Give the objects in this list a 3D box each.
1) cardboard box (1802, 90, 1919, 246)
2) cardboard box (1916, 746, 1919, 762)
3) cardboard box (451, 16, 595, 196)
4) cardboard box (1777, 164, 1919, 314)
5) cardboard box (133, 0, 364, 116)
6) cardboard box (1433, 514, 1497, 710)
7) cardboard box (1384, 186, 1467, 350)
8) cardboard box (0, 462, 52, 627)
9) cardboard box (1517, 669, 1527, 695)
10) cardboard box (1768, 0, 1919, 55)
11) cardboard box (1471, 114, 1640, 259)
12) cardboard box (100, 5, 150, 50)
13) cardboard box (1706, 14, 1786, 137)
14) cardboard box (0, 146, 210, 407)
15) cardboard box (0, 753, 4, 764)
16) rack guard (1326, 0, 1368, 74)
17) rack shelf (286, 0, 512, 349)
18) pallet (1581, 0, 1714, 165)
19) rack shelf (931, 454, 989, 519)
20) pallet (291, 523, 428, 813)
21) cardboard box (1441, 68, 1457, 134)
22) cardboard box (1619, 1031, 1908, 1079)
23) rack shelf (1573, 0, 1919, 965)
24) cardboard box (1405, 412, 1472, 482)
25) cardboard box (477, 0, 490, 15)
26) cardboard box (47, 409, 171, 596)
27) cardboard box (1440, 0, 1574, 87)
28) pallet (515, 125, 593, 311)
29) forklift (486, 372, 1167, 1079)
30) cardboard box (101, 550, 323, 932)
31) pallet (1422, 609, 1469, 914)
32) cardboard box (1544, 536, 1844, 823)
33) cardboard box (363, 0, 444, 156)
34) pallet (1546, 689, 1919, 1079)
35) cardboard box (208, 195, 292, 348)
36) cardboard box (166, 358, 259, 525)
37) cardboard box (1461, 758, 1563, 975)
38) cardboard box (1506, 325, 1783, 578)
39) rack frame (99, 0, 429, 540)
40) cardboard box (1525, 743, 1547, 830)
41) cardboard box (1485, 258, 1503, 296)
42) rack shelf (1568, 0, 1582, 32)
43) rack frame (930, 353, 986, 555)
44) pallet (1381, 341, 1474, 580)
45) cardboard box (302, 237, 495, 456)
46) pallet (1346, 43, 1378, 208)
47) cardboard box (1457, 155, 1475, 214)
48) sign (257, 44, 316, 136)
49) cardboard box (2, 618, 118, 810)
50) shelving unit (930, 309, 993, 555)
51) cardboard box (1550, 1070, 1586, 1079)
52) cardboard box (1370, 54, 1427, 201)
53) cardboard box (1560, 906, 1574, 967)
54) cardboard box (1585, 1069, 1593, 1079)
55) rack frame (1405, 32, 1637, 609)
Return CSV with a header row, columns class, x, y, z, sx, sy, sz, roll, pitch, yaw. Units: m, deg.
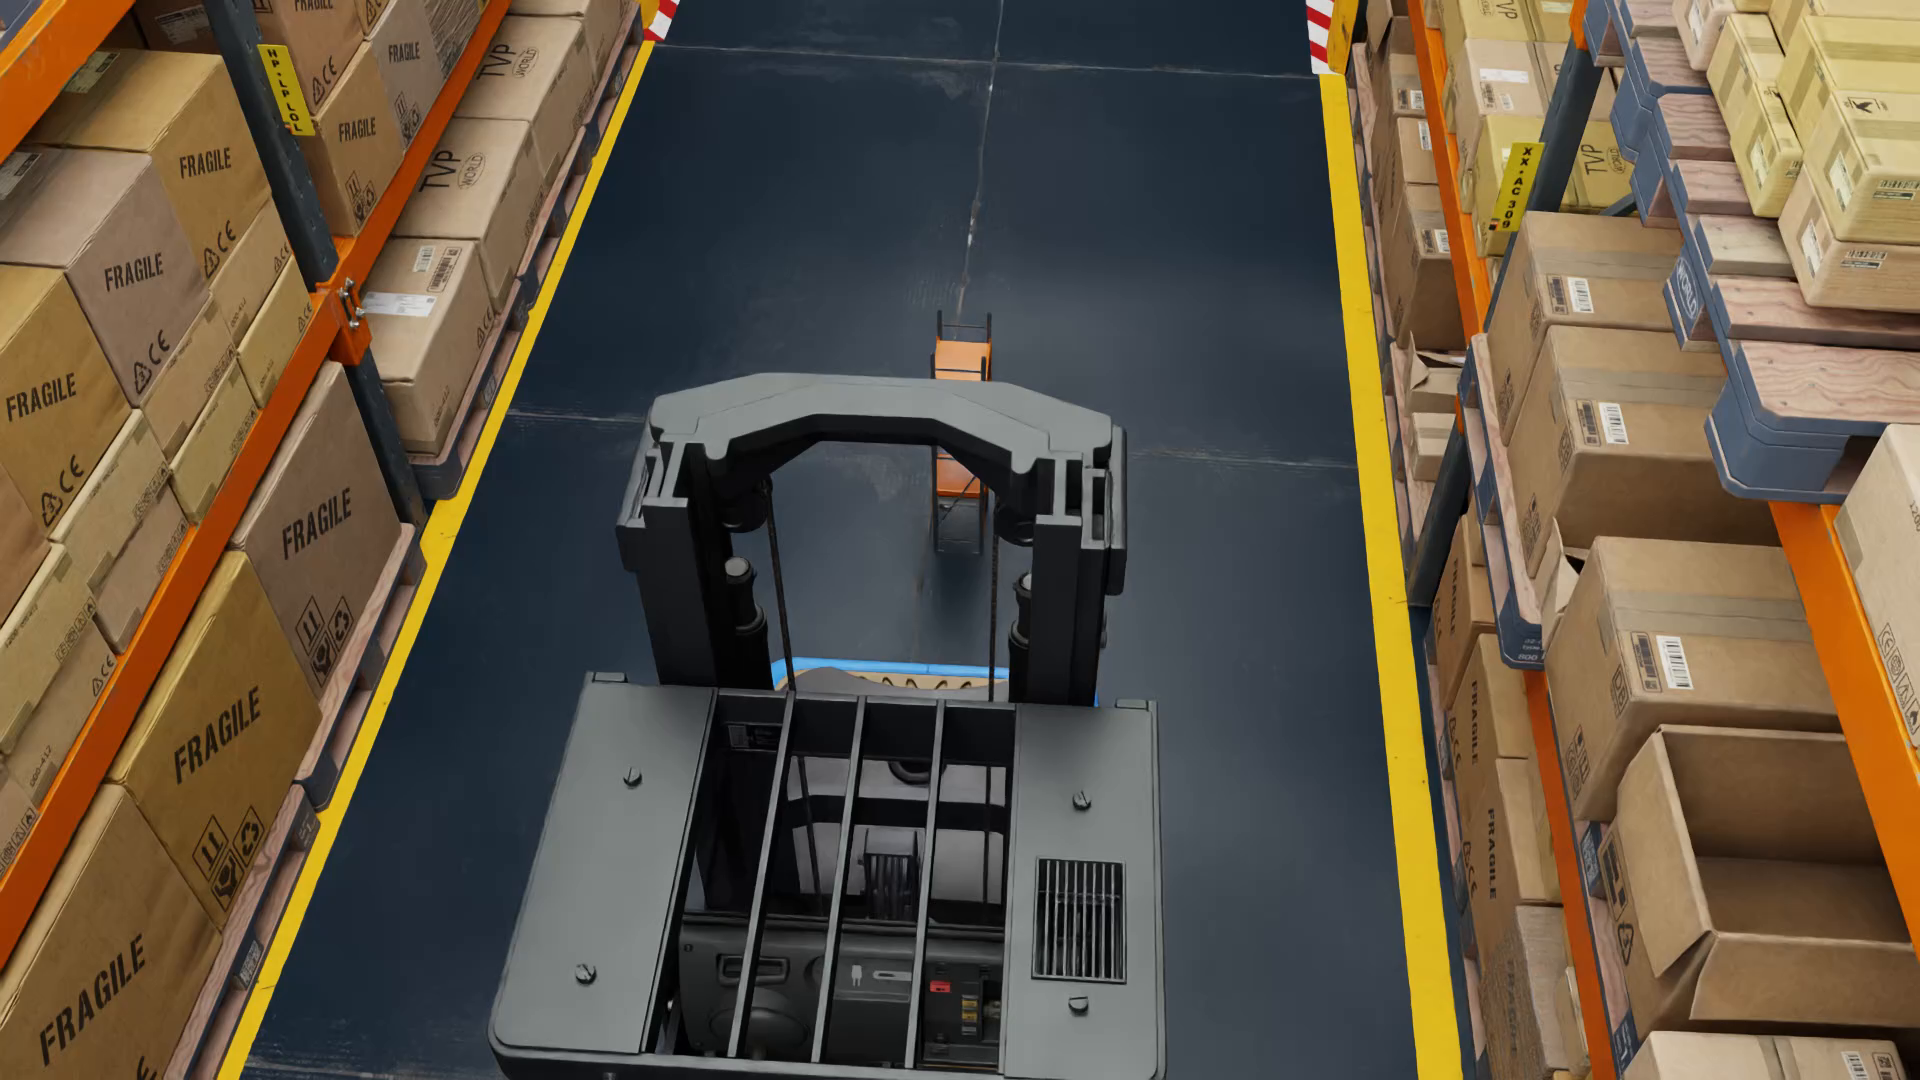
class,x,y,z,sx,sy,sz,roll,pitch,yaw
cardboard box,1.711,-0.641,2.887,0.380,0.149,0.250,4,48,4
cardboard box,1.743,0.452,2.373,0.500,0.250,0.500,4,48,4
cardboard box,-2.357,-2.146,8.132,0.875,0.438,0.875,5,48,5
cardboard box,1.719,-0.542,2.998,0.380,0.149,0.250,5,48,4
cardboard box,-2.402,-1.799,5.617,0.500,0.500,0.500,4,48,4
cardboard box,1.989,0.279,5.871,0.500,0.500,0.500,6,48,5
cardboard box,2.260,-1.169,7.196,0.700,0.500,0.500,2,48,2
cardboard box,-2.615,0.013,3.960,0.500,0.500,0.500,5,48,4
cardboard box,1.999,0.364,5.354,0.380,0.149,0.250,2,48,2
cardboard box,1.812,-1.010,3.224,0.380,0.149,0.250,4,48,4
cardboard box,2.061,-1.204,5.718,0.500,0.250,0.500,5,48,5
cardboard box,-2.918,-1.831,5.646,0.500,0.500,0.500,4,48,3
cardboard box,1.743,-0.923,3.346,0.380,0.149,0.250,3,48,3
cardboard box,-2.517,-0.740,4.648,0.500,0.500,0.500,5,48,4
cardboard box,-2.653,0.626,3.907,0.500,0.250,0.500,4,48,3
rack guard,2.615,-2.803,8.975,1.175,0.500,0.348,4,48,4
rack shelf,-2.504,-2.321,7.328,1.077,0.370,4.000,4,48,4
pallet,2.128,-1.238,3.944,1.213,0.211,1.003,4,48,4
rack shelf,0.005,-0.199,6.611,0.215,0.259,0.240,4,48,4
pallet,-2.681,0.419,6.224,1.003,0.211,1.213,4,48,4
cardboard box,2.083,-1.696,6.438,0.380,0.149,0.250,3,48,3
cardboard box,1.666,1.288,3.356,0.500,0.250,0.500,2,48,2
rack shelf,2.075,-0.063,3.230,1.077,0.370,4.000,4,48,4
cardboard box,2.015,-0.372,6.705,0.380,0.149,0.250,3,48,2
cardboard box,-2.234,-2.568,6.998,0.500,0.500,0.500,5,48,5
cardboard box,-2.564,-0.123,4.593,0.500,0.250,0.500,5,48,4
cardboard box,2.150,-1.938,6.390,0.500,0.250,0.500,4,48,3
pallet,-2.430,-1.606,8.075,1.003,0.211,1.213,4,48,4
forklift,-0.190,1.192,3.674,1.130,2.935,3.031,3,48,2
cardboard box,-2.738,0.606,5.318,0.875,0.875,0.875,5,48,5
pallet,2.221,0.778,5.895,1.003,0.211,1.213,4,48,4
cardboard box,1.872,0.359,4.036,0.700,0.500,0.500,4,48,3
cardboard box,-2.333,-1.825,6.318,0.500,0.500,0.500,4,48,4
pallet,2.065,0.812,4.105,1.003,0.211,1.213,4,48,4
cardboard box,-2.484,-0.872,5.278,0.500,0.250,0.500,4,48,3
cardboard box,-2.524,-0.323,5.114,0.500,0.250,0.500,3,48,3
cardboard box,1.900,1.037,5.178,0.500,0.500,0.500,3,48,2
cardboard box,1.943,-0.218,4.564,0.700,0.500,0.500,4,48,4
rack frame,-2.686,-1.094,5.718,1.000,3.000,0.127,4,48,4
cardboard box,1.928,0.747,5.004,0.380,0.149,0.250,4,48,3
cardboard box,2.035,-0.930,5.738,0.380,0.149,0.250,4,48,4
rack shelf,2.439,-3.002,5.918,1.077,0.370,4.000,4,48,4
rack frame,-0.006,-0.304,6.317,0.200,1.050,0.008,4,48,4
pallet,2.321,-0.327,6.906,1.003,0.211,1.213,4,48,4
cardboard box,-2.522,-0.825,6.924,0.875,0.438,0.875,3,48,3
pallet,2.543,-2.120,8.546,1.003,0.211,1.213,4,48,4
cardboard box,2.036,-1.315,6.090,0.380,0.149,0.250,5,48,5
sign,-2.145,-1.429,5.293,0.100,0.325,0.005,4,48,4
cardboard box,-2.631,0.427,4.429,0.500,0.250,0.500,4,48,4
shelving unit,0.005,-0.394,6.399,0.215,1.050,0.252,4,48,4
cardboard box,1.818,1.801,4.479,0.500,0.500,0.500,6,48,5
cardboard box,2.355,-1.932,7.894,0.700,0.500,0.500,6,48,5
cardboard box,1.907,1.130,4.654,0.380,0.149,0.250,4,48,4
cardboard box,1.839,1.512,4.304,0.380,0.149,0.250,3,48,3
rack frame,2.257,-0.763,5.415,1.000,3.000,0.127,4,48,4
